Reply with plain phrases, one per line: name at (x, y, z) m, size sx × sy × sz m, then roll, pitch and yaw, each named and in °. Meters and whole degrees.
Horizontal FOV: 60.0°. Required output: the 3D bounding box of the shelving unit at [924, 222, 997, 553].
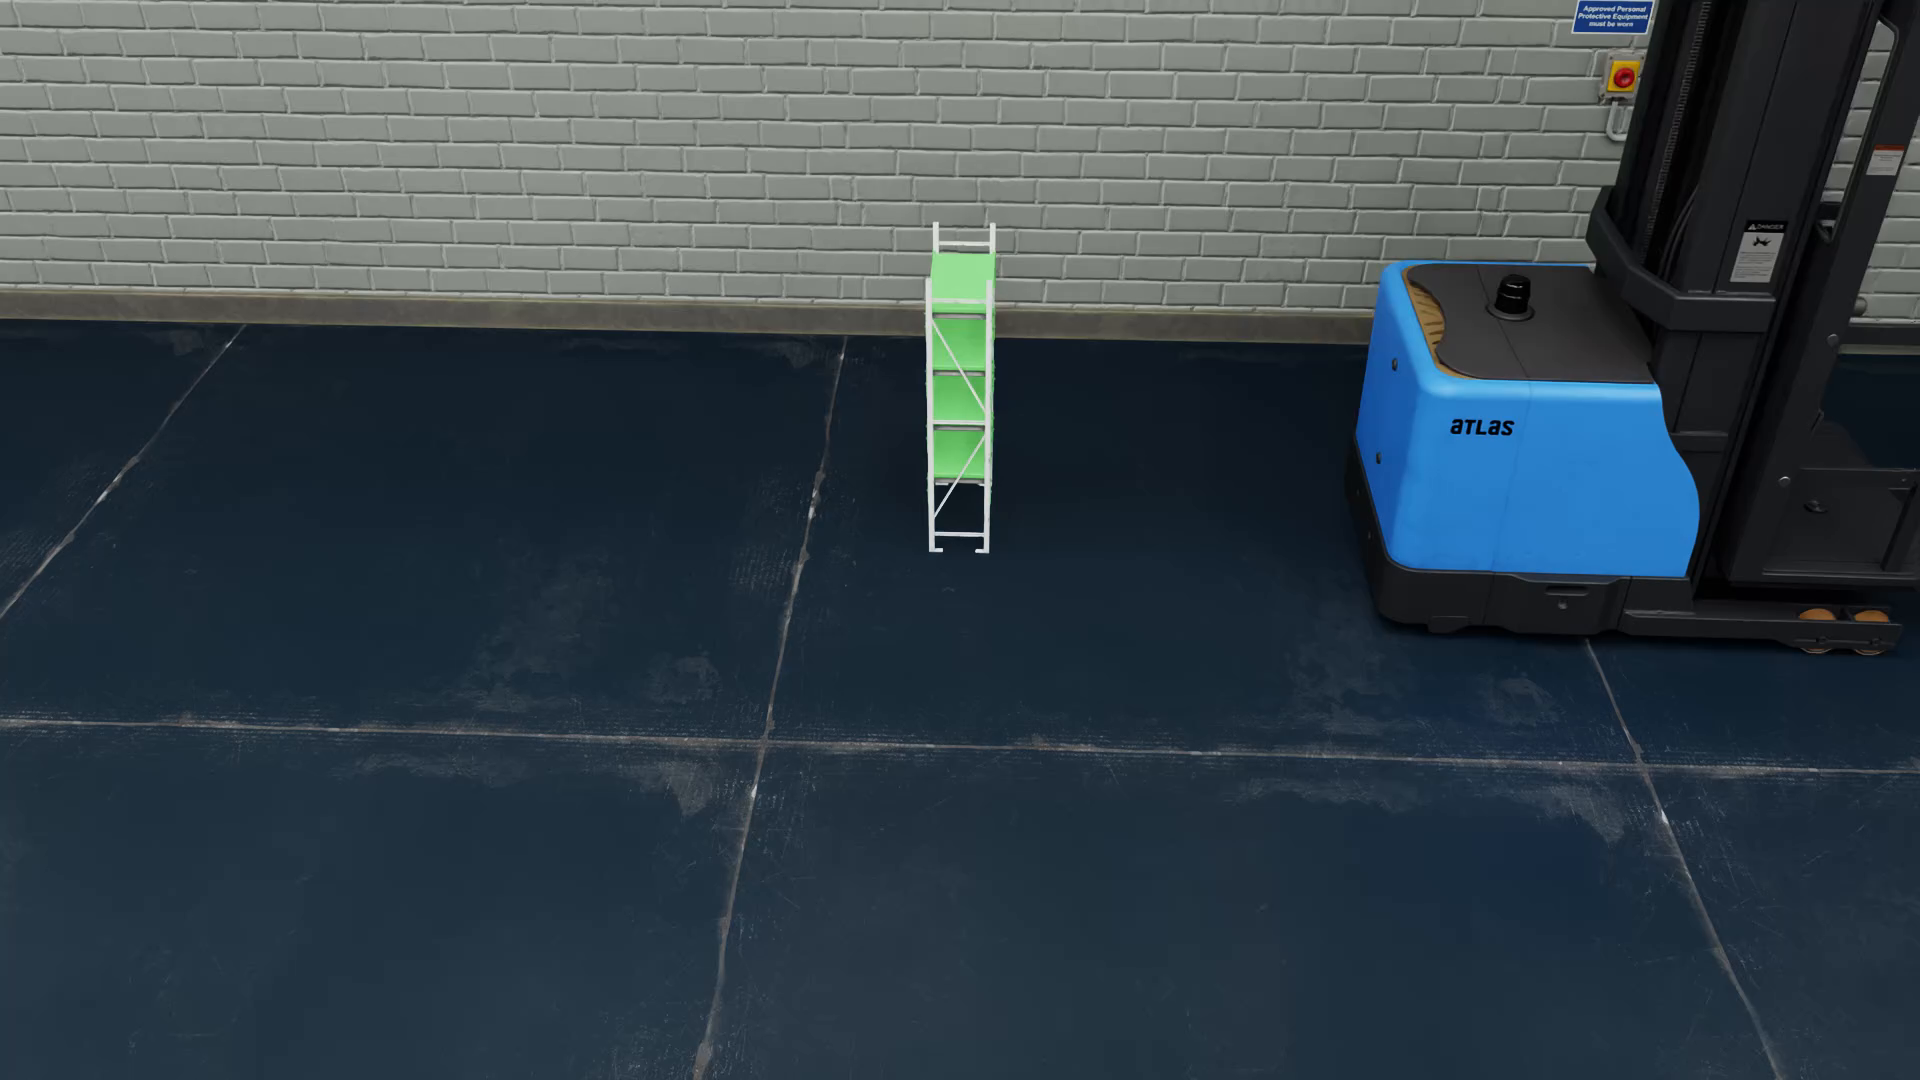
shelving unit at (0.007, -0.586, 6.540) m, size 0.258 × 1.200 × 0.503 m, roll 1°, pitch 35°, yaw 2°

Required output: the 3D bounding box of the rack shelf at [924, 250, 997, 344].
rack shelf at (0.007, -0.926, 6.301) m, size 0.258 × 0.148 × 0.480 m, roll 1°, pitch 35°, yaw 2°

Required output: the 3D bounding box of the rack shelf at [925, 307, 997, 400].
rack shelf at (0.007, -0.730, 6.439) m, size 0.258 × 0.148 × 0.480 m, roll 1°, pitch 35°, yaw 2°

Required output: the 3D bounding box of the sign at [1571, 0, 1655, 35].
sign at (2.818, -2.286, 7.159) m, size 0.327 × 0.218 × 0.001 m, roll 1°, pitch 35°, yaw 2°

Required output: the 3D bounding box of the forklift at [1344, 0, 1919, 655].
forklift at (3.101, -1.089, 5.751) m, size 3.031 × 2.935 × 1.130 m, roll 2°, pitch 35°, yaw 2°

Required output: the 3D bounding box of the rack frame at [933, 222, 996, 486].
rack frame at (0.016, -0.726, 6.740) m, size 0.240 × 1.200 × 0.015 m, roll 1°, pitch 35°, yaw 2°

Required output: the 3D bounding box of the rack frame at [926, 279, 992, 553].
rack frame at (-0.003, -0.446, 6.341) m, size 0.240 × 1.200 × 0.015 m, roll 1°, pitch 35°, yaw 2°

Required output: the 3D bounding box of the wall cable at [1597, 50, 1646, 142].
wall cable at (2.864, -2.568, 6.884) m, size 0.585 × 1.953 × 0.123 m, roll 1°, pitch 35°, yaw 2°

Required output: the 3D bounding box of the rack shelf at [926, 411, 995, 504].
rack shelf at (0.007, -0.337, 6.715) m, size 0.258 × 0.148 × 0.480 m, roll 1°, pitch 35°, yaw 2°

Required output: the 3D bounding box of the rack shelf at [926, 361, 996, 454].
rack shelf at (0.007, -0.534, 6.577) m, size 0.258 × 0.148 × 0.480 m, roll 1°, pitch 35°, yaw 2°
